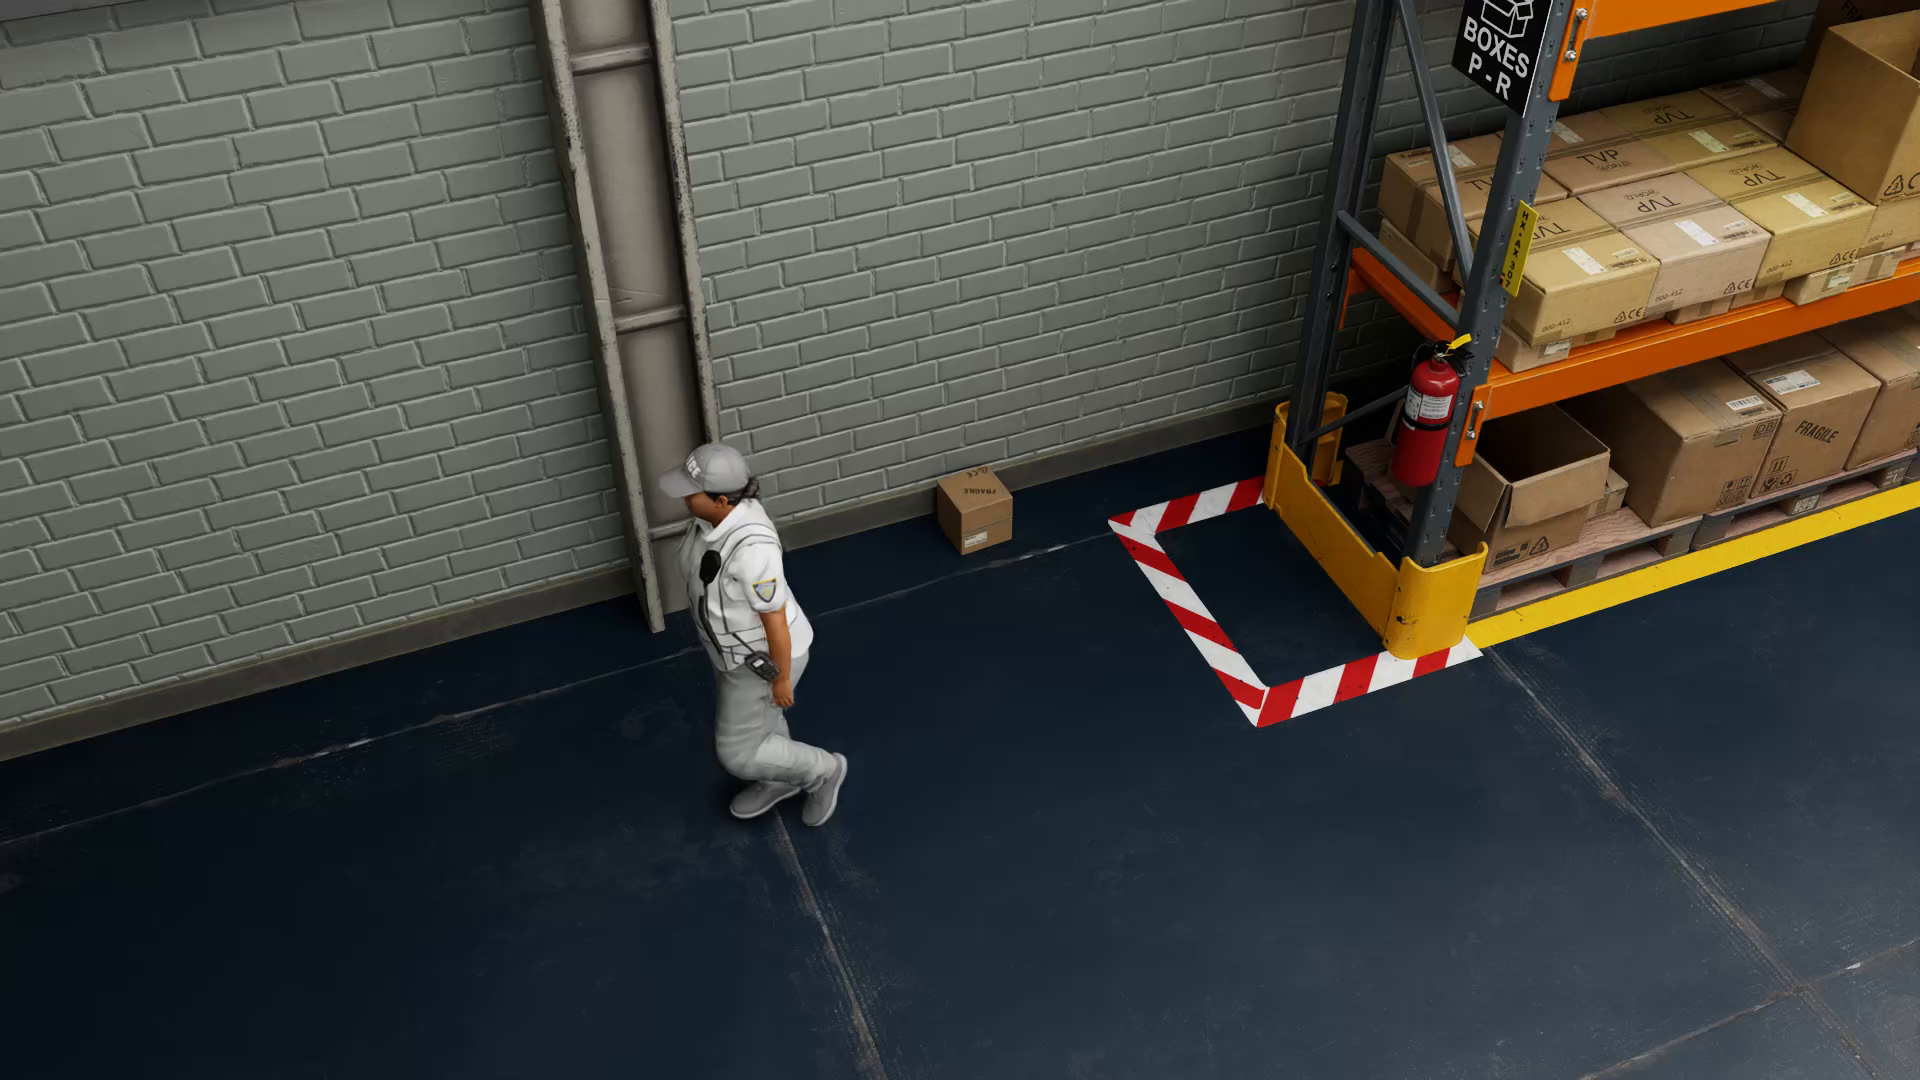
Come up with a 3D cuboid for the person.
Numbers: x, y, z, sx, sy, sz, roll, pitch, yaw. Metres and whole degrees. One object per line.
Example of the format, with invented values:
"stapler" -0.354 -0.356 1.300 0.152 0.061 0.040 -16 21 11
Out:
"person" -0.701 0.341 5.746 0.478 1.656 0.516 -17 45 -18
